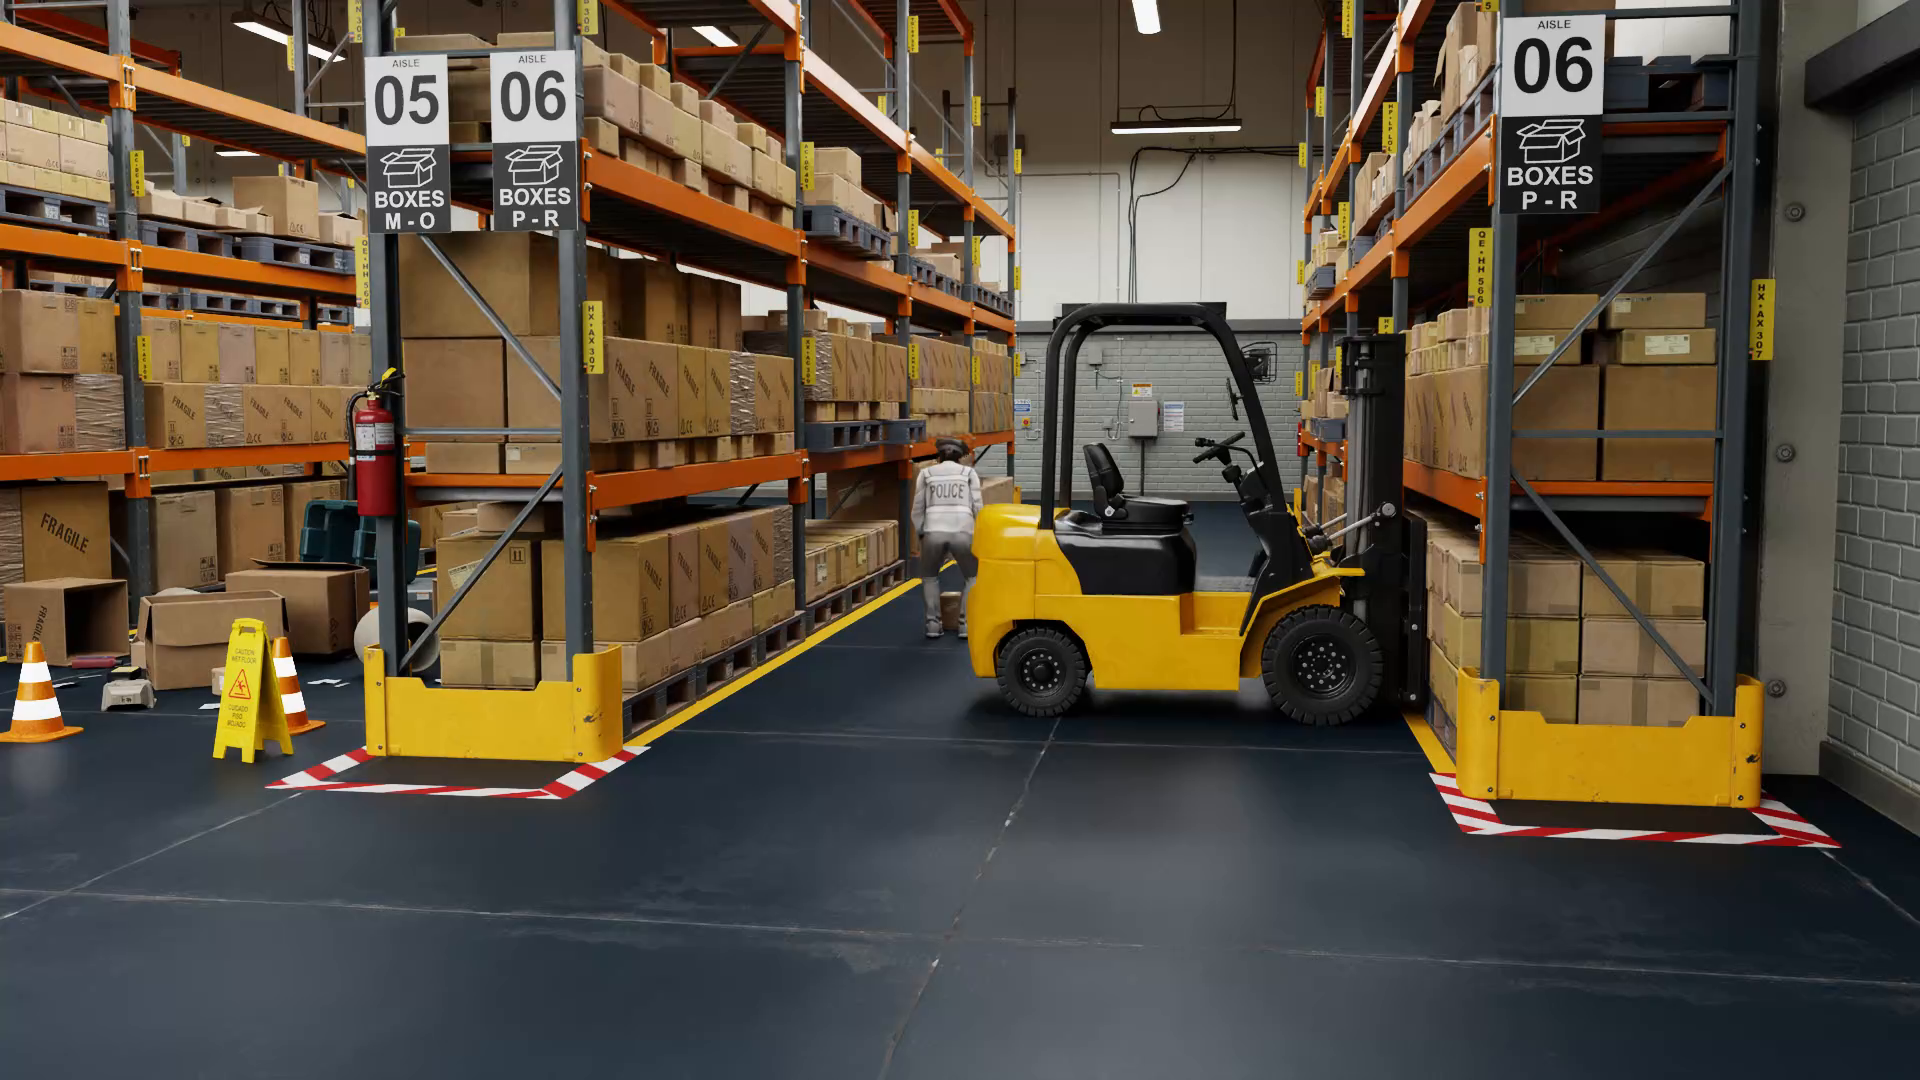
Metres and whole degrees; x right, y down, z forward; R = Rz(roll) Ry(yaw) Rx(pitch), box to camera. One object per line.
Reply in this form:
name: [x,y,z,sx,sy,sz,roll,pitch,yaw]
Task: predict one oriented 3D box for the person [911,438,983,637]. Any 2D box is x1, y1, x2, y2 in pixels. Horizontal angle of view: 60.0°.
person: [-0.092,-0.015,11.775,0.535,1.403,0.692,1,5,8]
